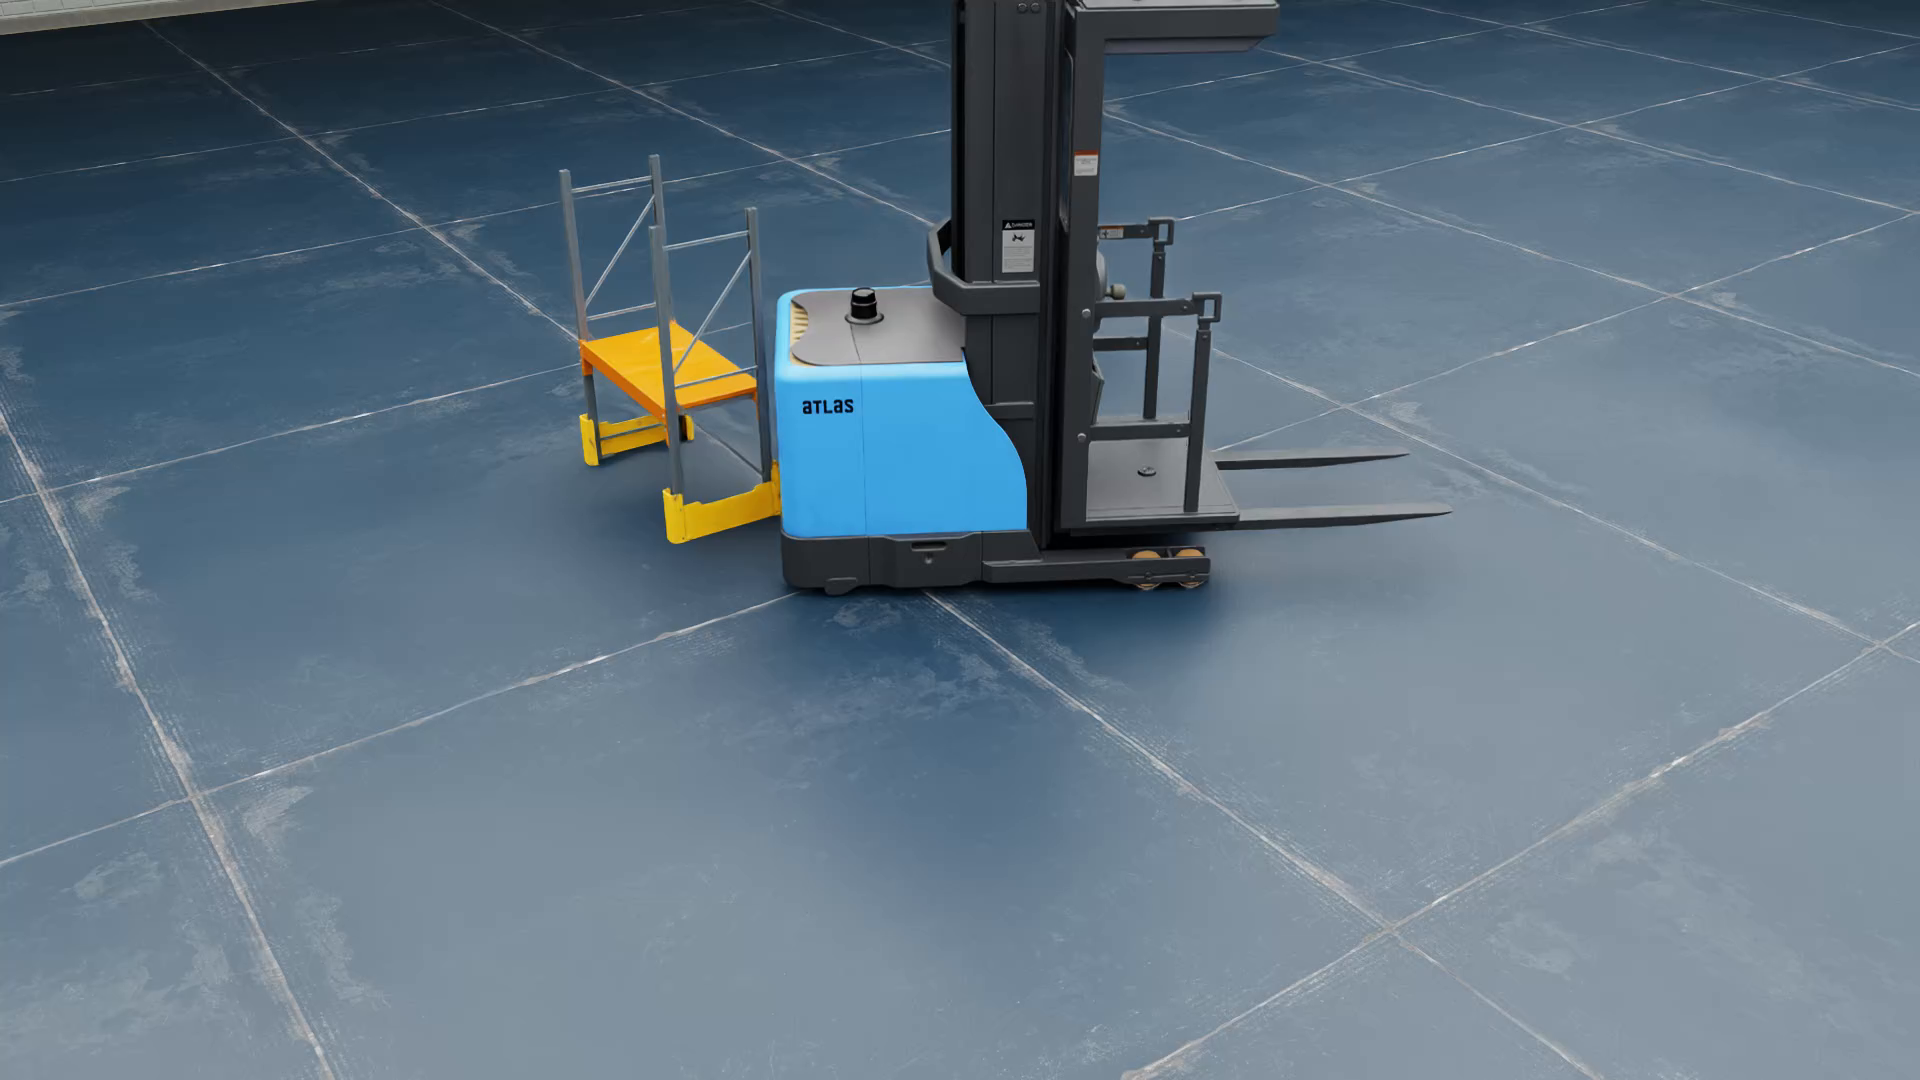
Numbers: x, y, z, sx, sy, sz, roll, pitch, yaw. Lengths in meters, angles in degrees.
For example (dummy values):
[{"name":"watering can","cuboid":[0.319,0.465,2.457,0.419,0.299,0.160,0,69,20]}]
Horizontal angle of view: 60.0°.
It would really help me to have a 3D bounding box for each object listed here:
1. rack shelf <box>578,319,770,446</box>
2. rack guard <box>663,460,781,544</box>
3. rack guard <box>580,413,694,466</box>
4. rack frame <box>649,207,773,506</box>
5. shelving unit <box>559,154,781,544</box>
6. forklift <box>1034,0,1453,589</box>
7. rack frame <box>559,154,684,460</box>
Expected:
[{"name":"rack shelf","cuboid":[-1.385,-0.773,7.979,0.538,0.185,1.000,-18,33,-29]},{"name":"rack guard","cuboid":[-1.105,-0.180,7.820,0.587,0.250,0.087,-18,33,-29]},{"name":"rack guard","cuboid":[-1.655,-0.577,8.550,0.587,0.250,0.087,-18,33,-29]},{"name":"rack frame","cuboid":[-1.104,-0.729,7.521,0.500,1.500,0.032,-18,33,-29]},{"name":"shelving unit","cuboid":[-1.380,-0.928,7.887,0.587,1.500,1.083,-18,33,-29]},{"name":"forklift","cuboid":[0.697,-1.320,7.109,3.031,2.935,1.121,-2,29,-4]},{"name":"rack frame","cuboid":[-1.666,-1.134,8.266,0.500,1.500,0.032,-18,33,-29]}]
